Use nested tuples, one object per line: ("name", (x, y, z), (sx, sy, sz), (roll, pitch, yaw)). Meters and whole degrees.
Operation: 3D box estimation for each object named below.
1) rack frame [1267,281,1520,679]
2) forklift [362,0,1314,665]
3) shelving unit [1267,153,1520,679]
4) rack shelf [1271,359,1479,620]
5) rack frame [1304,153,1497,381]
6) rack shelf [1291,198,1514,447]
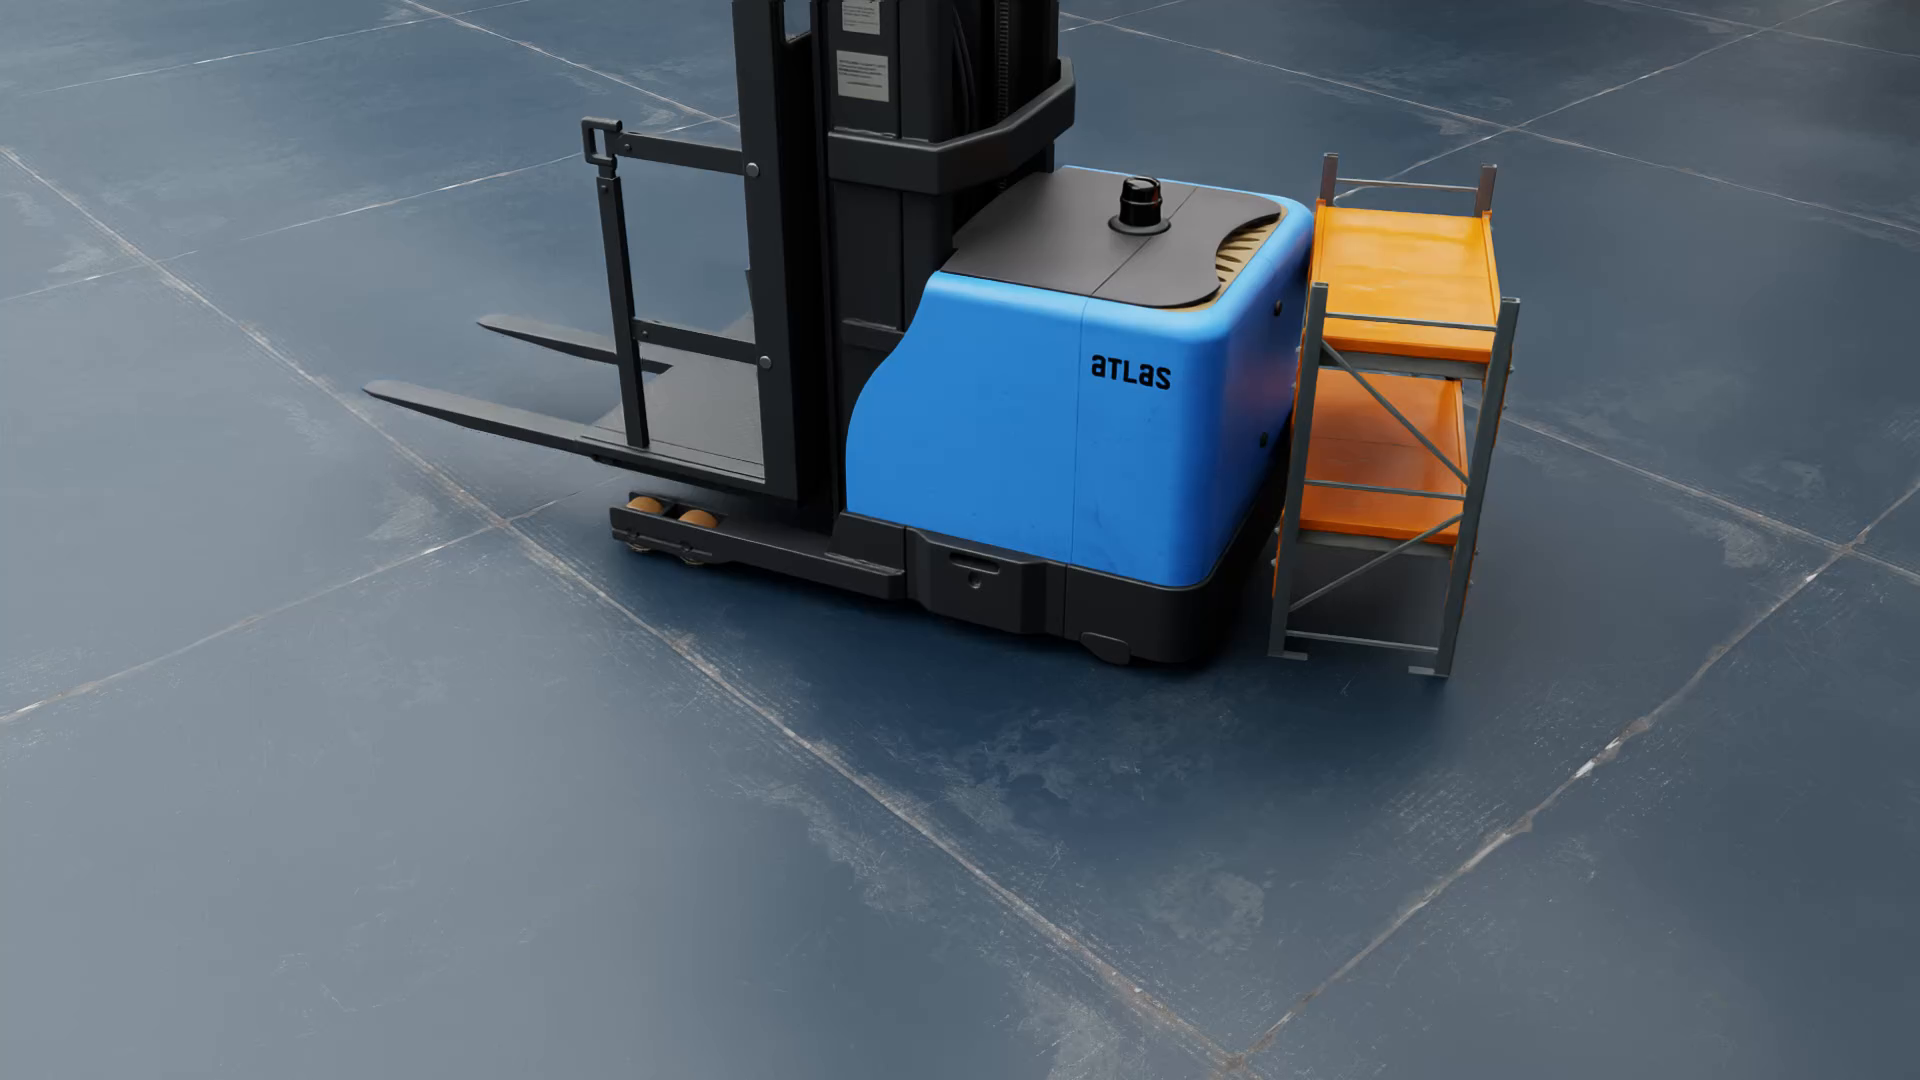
("rack frame", (1.118, -0.130, 4.384), (0.500, 1.125, 0.032), (7, 32, 11))
("forklift", (-0.526, -1.409, 4.744), (3.031, 2.935, 1.130), (13, 34, 21))
("shelving unit", (1.227, -0.389, 4.808), (0.538, 1.125, 1.048), (7, 32, 11))
("rack shelf", (1.227, -0.180, 4.935), (0.538, 0.278, 1.000), (7, 32, 11))
("rack frame", (1.336, -0.648, 5.231), (0.500, 1.125, 0.032), (7, 32, 11))
("rack shelf", (1.227, -0.639, 4.655), (0.538, 0.278, 1.000), (7, 32, 11))
